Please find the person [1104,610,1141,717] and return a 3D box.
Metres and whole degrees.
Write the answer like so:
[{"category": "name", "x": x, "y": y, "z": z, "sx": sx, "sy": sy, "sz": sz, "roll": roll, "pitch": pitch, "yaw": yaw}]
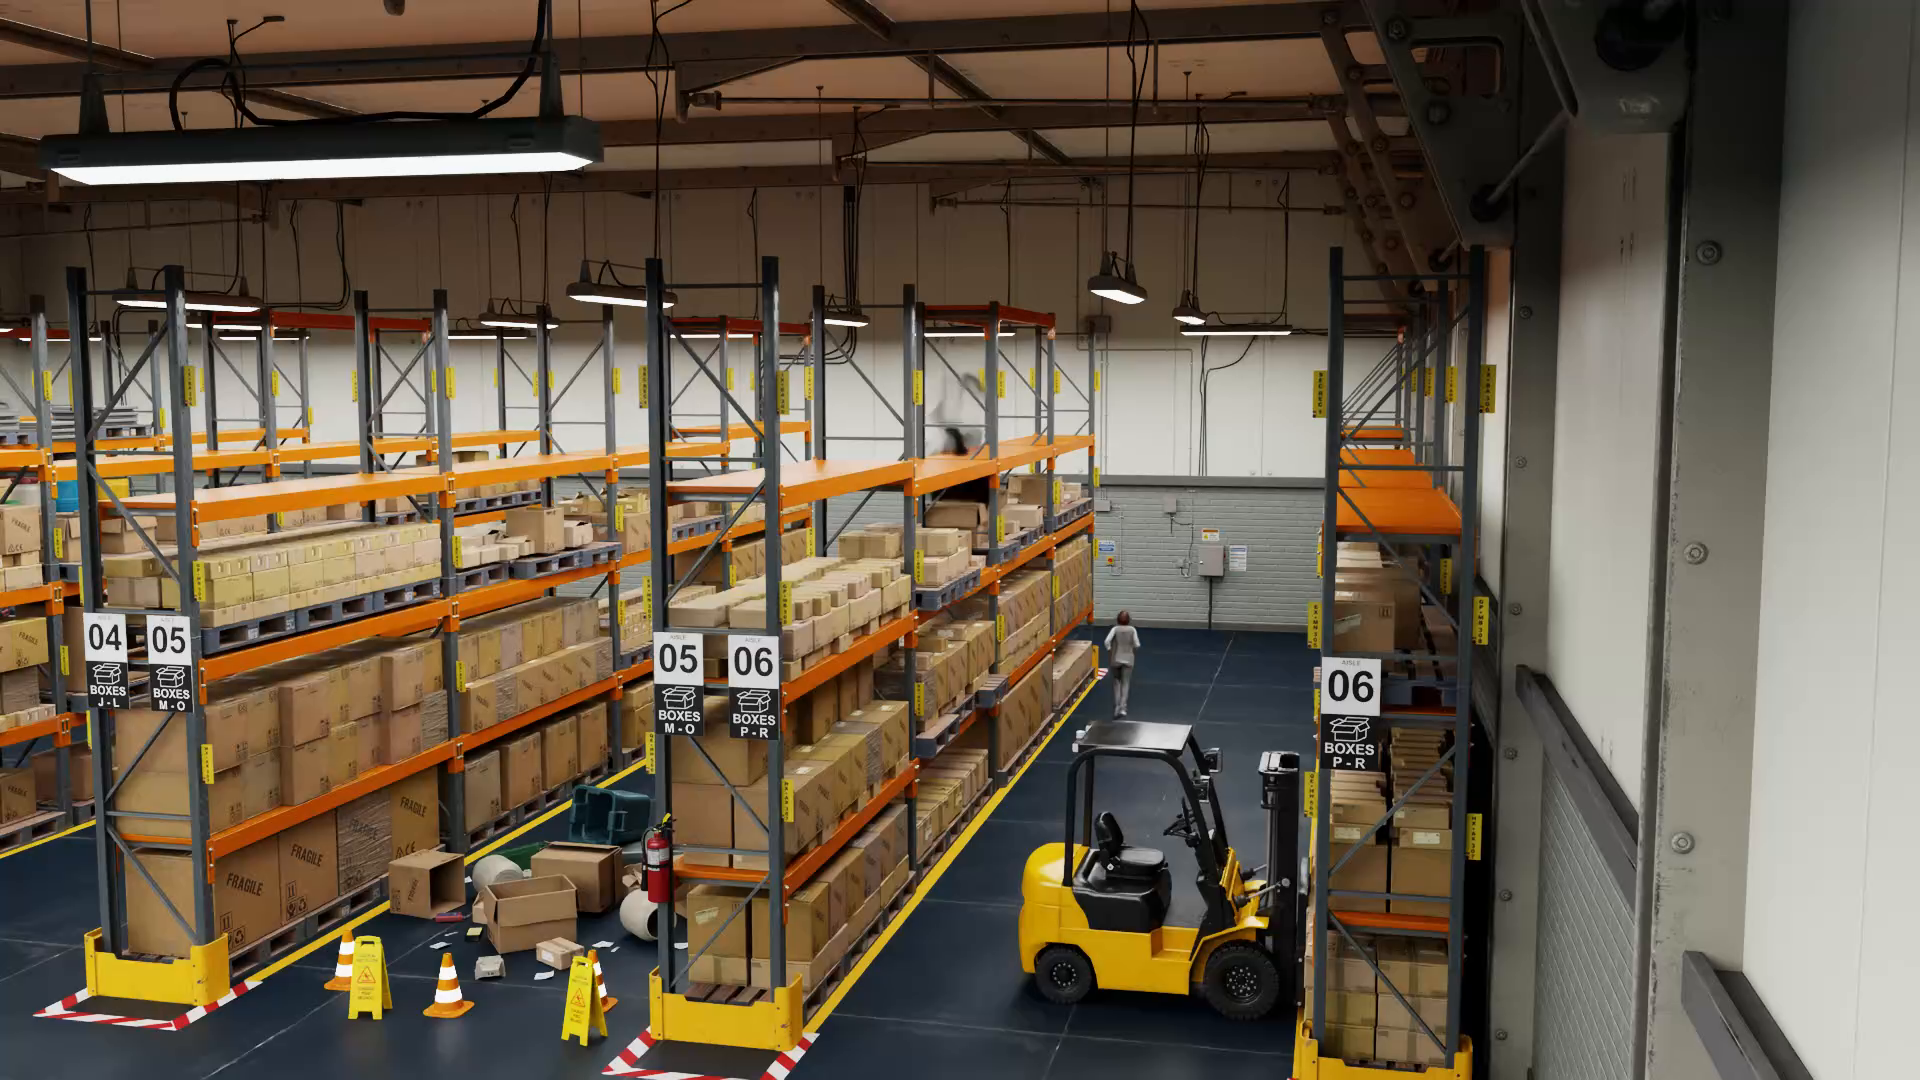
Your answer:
[{"category": "person", "x": 2.421, "y": 1.857, "z": 24.756, "sx": 0.522, "sy": 1.637, "sz": 0.696, "roll": 1, "pitch": 6, "yaw": 10}]
